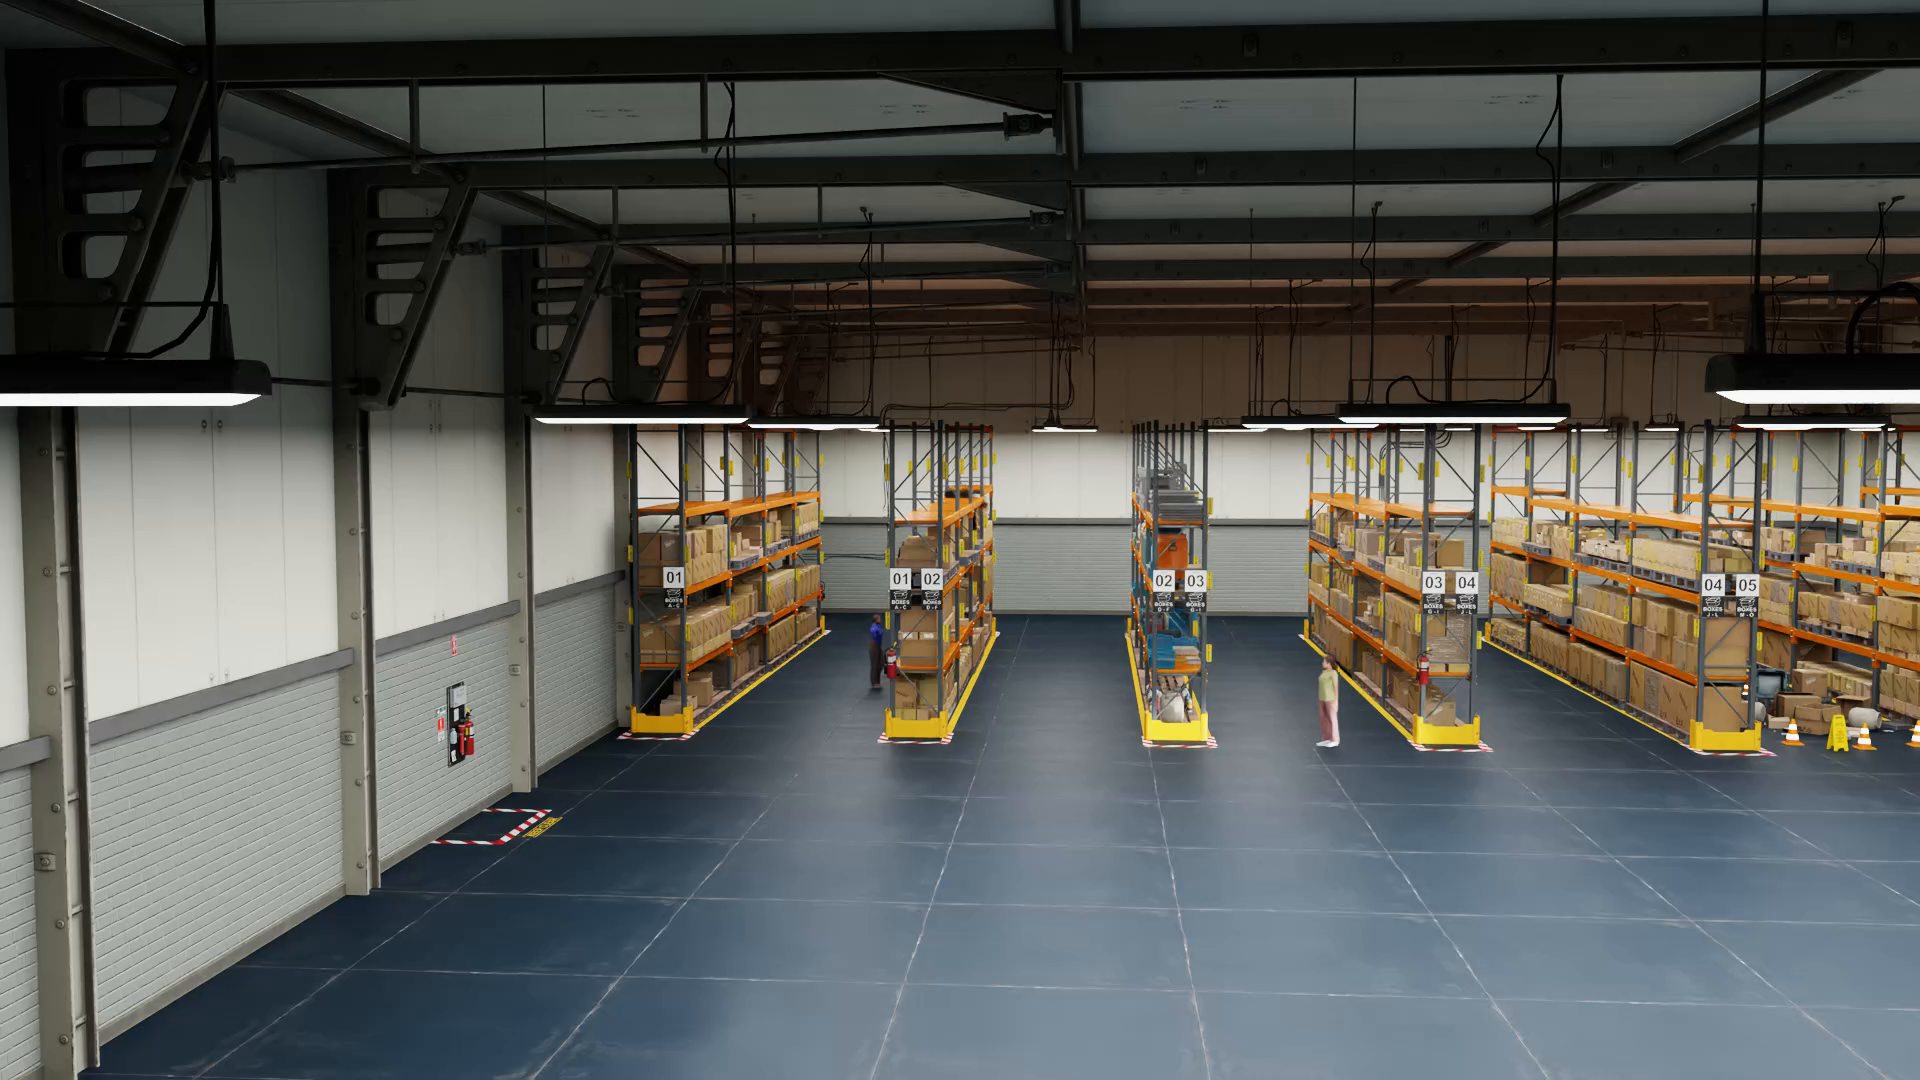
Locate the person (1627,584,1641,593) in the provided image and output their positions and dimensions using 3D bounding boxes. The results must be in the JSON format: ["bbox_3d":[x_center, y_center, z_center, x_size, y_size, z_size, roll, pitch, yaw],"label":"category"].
[{"bbox_3d":[19.675,1.730,48.690,0.454,1.781,0.565,-1,4,-15],"label":"person"}]

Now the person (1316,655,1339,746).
[{"bbox_3d":[6.770,2.965,30.528,0.368,1.706,0.568,-2,4,-28],"label":"person"}]

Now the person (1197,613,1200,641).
[{"bbox_3d":[6.393,2.000,45.503,0.363,1.685,0.491,1,4,18],"label":"person"}]

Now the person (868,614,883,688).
[{"bbox_3d":[-1.898,2.547,37.773,0.334,1.743,0.517,1,4,13],"label":"person"}]

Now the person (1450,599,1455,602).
[{"bbox_3d":[13.618,1.945,46.481,0.449,1.611,1.073,2,4,28],"label":"person"}]
